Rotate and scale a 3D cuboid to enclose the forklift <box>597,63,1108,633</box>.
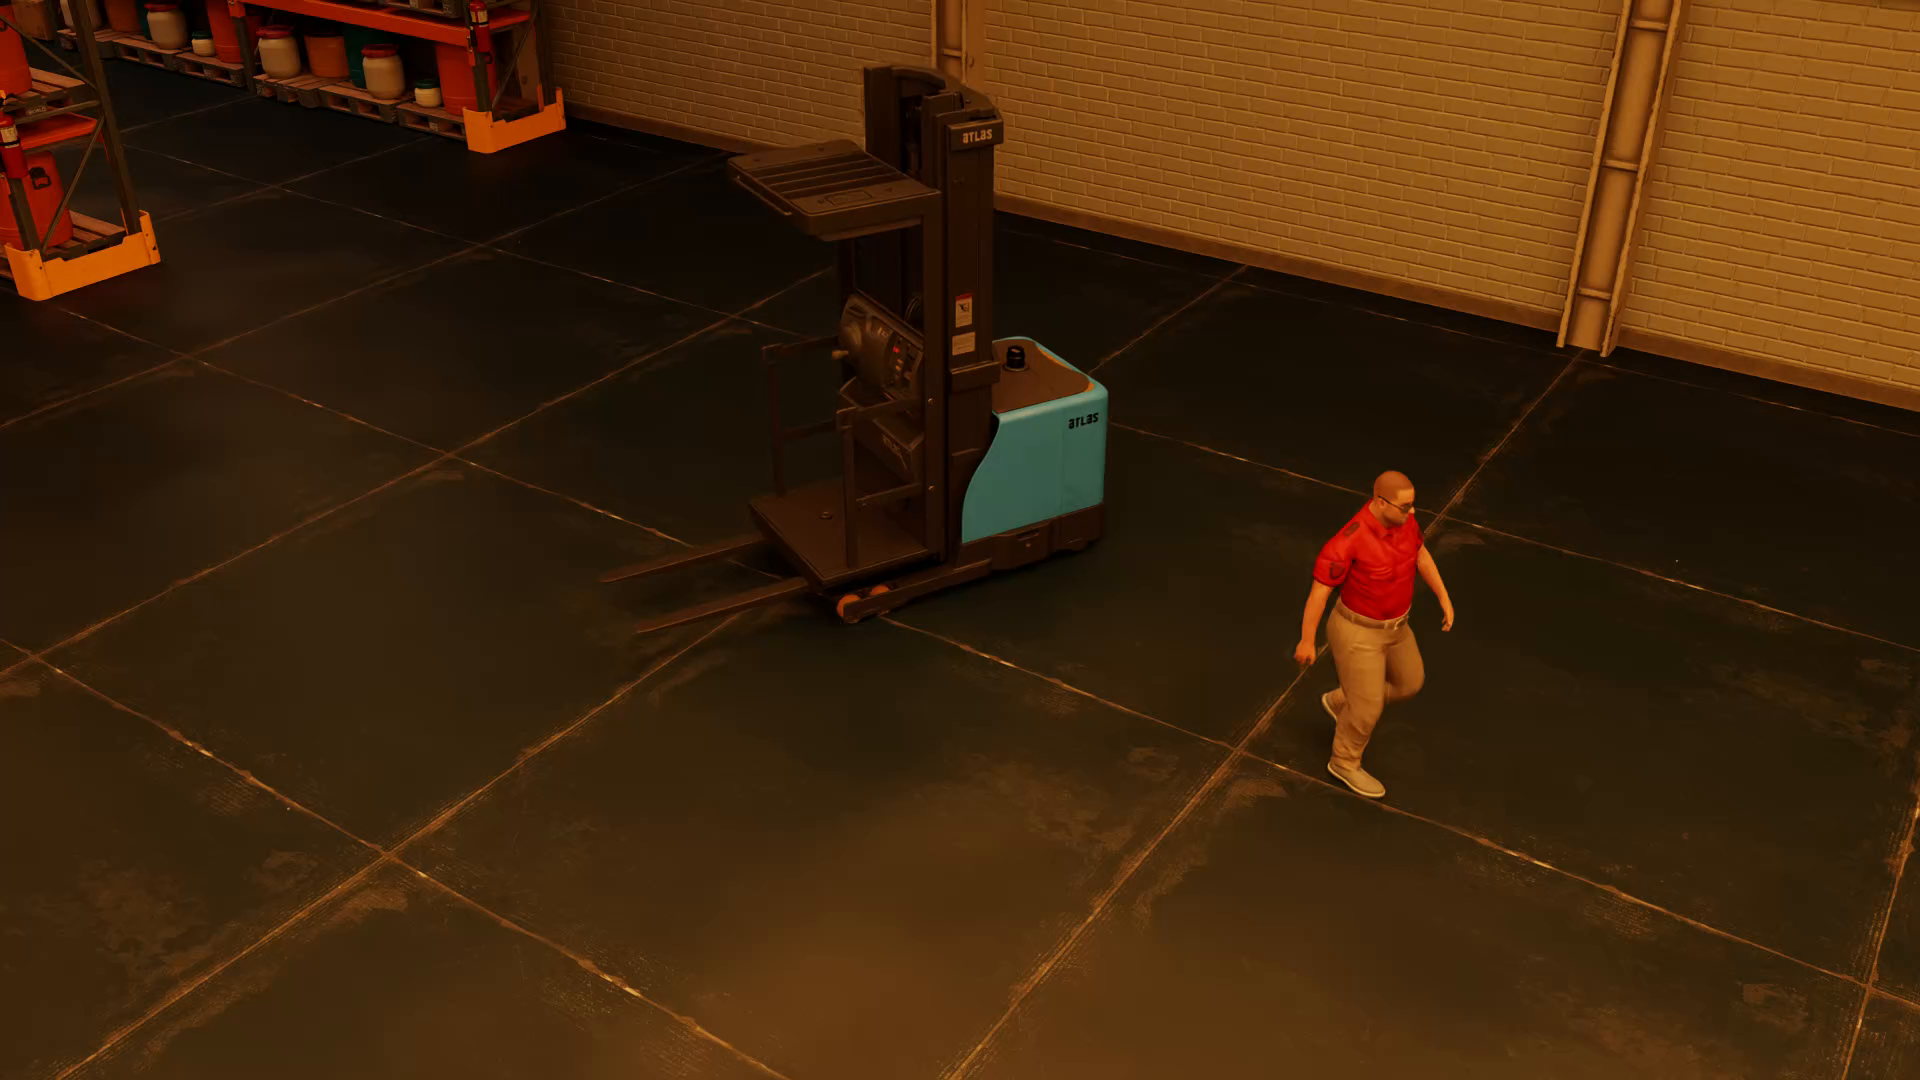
[{"bbox_3d":[-0.632,-1.086,9.452,3.031,2.935,1.130,-16,34,-25],"label":"forklift"}]

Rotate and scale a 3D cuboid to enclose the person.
[{"bbox_3d":[1.990,0.421,8.078,0.760,1.709,0.533,-26,39,-37],"label":"person"}]
